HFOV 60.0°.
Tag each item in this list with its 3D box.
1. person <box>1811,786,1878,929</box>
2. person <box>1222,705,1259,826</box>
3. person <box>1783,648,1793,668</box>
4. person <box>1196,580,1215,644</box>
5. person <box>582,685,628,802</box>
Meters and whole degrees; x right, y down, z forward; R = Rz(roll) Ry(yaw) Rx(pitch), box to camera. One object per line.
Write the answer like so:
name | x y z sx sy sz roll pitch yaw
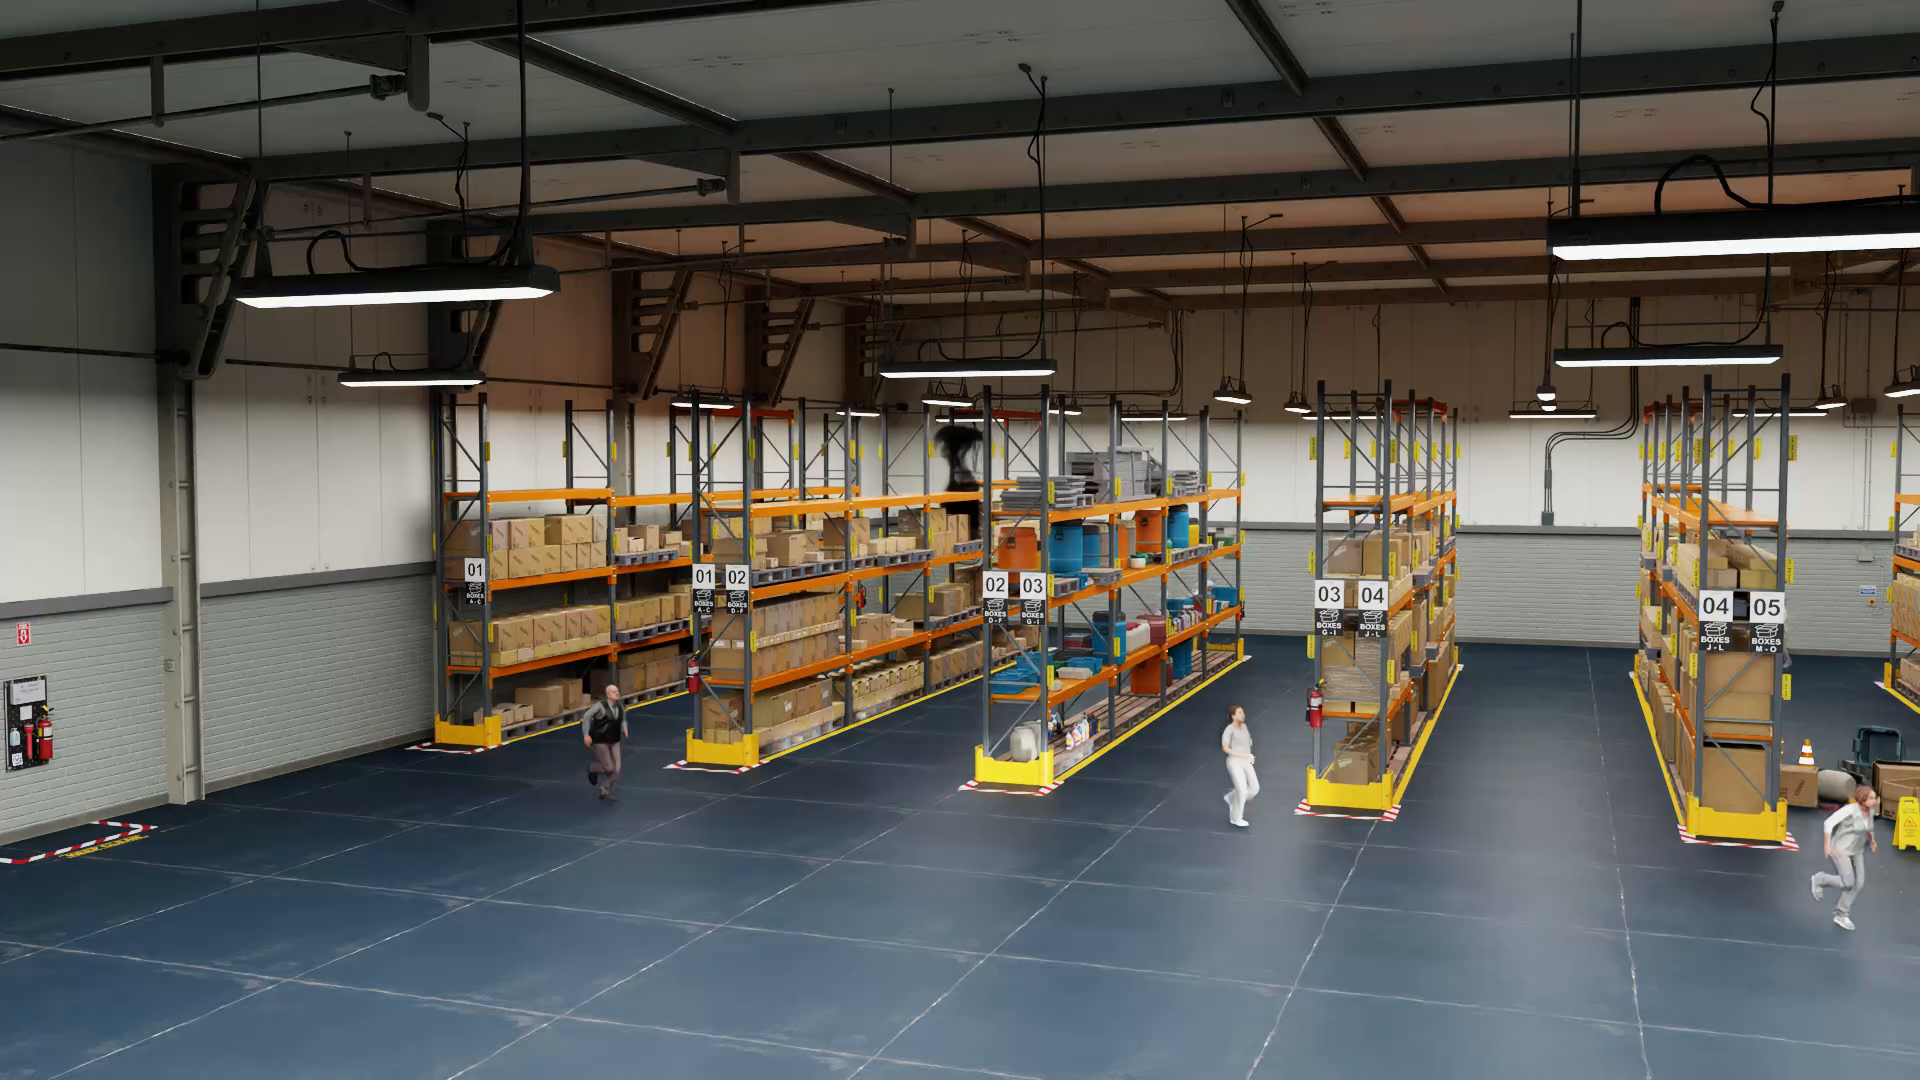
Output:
person | 9.364 3.321 17.615 0.533 1.538 0.720 -1 3 -25
person | 3.726 3.005 22.210 0.586 1.626 0.576 -2 4 -39
person | 18.637 2.124 38.046 0.806 1.746 0.552 0 3 -6
person | 6.103 1.887 43.110 1.057 1.714 0.743 1 3 23
person | -5.067 2.914 23.852 0.683 1.678 0.689 2 4 39
